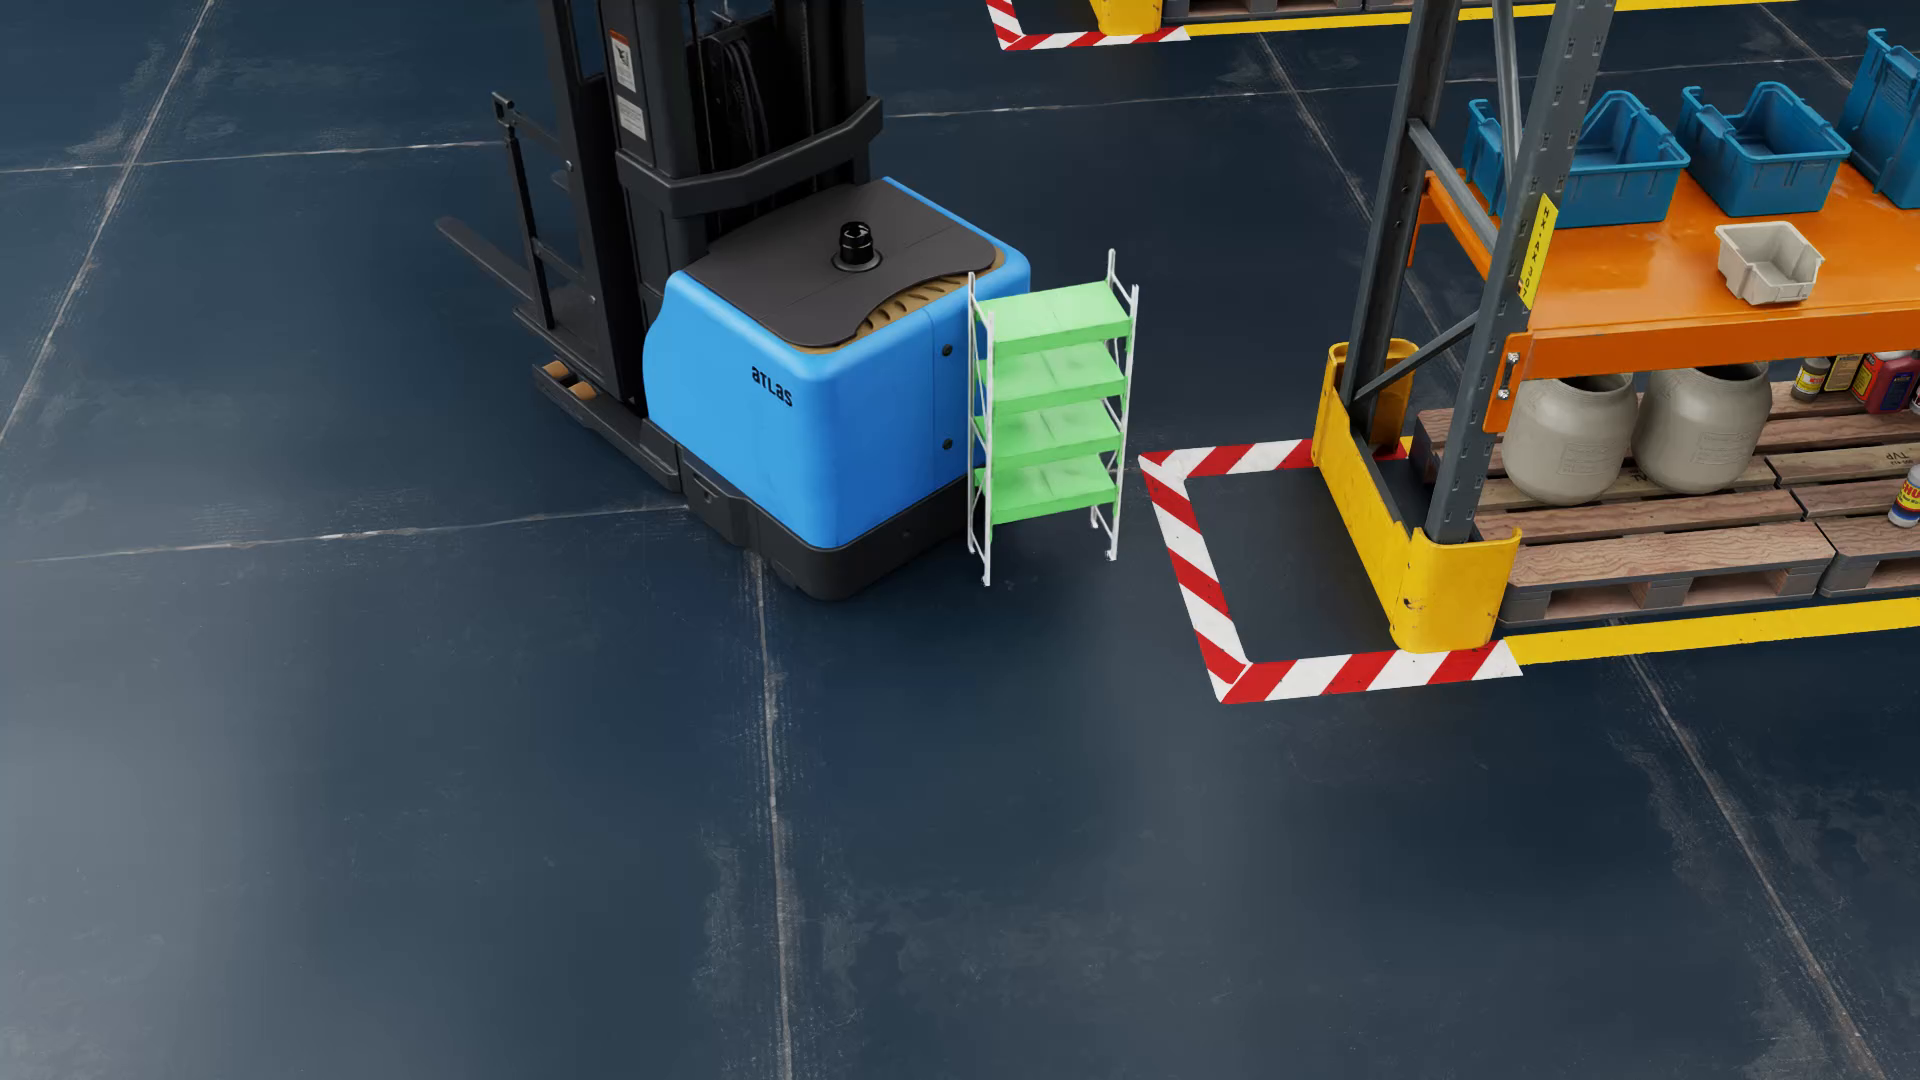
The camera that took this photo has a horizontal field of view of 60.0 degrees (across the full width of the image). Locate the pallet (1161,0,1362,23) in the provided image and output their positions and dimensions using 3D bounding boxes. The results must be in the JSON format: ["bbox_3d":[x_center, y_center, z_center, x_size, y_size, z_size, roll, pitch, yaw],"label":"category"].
[{"bbox_3d":[1.680,-3.425,9.890,1.213,0.211,1.003,-5,42,-6],"label":"pallet"}]

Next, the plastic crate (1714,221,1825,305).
[{"bbox_3d":[2.494,-0.843,5.142,0.250,0.136,0.298,-5,42,-6],"label":"plastic crate"}]

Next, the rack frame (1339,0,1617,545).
[{"bbox_3d":[1.565,-1.077,5.204,0.127,3.000,1.000,-5,42,-6],"label":"rack frame"}]

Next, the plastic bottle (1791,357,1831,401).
[{"bbox_3d":[3.330,-0.651,6.493,0.097,0.201,0.097,0,42,0],"label":"plastic bottle"}]

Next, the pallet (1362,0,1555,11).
[{"bbox_3d":[2.887,-3.529,10.005,1.213,0.211,1.003,-5,42,-6],"label":"pallet"}]

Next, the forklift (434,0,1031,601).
[{"bbox_3d":[-1.107,-1.772,6.026,1.130,2.935,3.031,-32,51,-30],"label":"forklift"}]

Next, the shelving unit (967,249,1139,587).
[{"bbox_3d":[0.302,-0.398,5.796,0.503,1.200,0.258,-11,43,-12],"label":"shelving unit"}]

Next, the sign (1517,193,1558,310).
[{"bbox_3d":[1.632,-0.814,4.706,0.005,0.325,0.100,-5,42,-6],"label":"sign"}]

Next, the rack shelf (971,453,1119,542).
[{"bbox_3d":[0.302,-0.173,5.999,0.480,0.148,0.258,-11,43,-12],"label":"rack shelf"}]

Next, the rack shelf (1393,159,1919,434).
[{"bbox_3d":[3.549,-0.983,5.637,4.000,0.370,1.077,-5,42,-6],"label":"rack shelf"}]

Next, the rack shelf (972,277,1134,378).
[{"bbox_3d":[0.302,-0.707,5.517,0.480,0.148,0.258,-11,43,-12],"label":"rack shelf"}]

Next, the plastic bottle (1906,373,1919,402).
[{"bbox_3d":[3.721,-0.695,6.486,0.135,0.276,0.152,-6,42,-7],"label":"plastic bottle"}]

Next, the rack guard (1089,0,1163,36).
[{"bbox_3d":[0.903,-3.436,9.686,0.348,0.500,1.175,-5,42,-6],"label":"rack guard"}]

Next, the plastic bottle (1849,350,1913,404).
[{"bbox_3d":[3.583,-0.683,6.473,0.135,0.276,0.152,-5,42,-5],"label":"plastic bottle"}]

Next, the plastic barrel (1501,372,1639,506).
[{"bbox_3d":[2.208,-0.417,6.016,0.421,0.512,0.421,0,42,0],"label":"plastic barrel"}]

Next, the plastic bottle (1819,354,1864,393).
[{"bbox_3d":[3.443,-0.704,6.491,0.133,0.283,0.061,-4,42,-4],"label":"plastic bottle"}]

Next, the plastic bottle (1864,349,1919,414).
[{"bbox_3d":[3.597,-0.615,6.392,0.133,0.283,0.061,-5,42,-6],"label":"plastic bottle"}]

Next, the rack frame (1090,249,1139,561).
[{"bbox_3d":[0.537,-0.444,5.847,0.015,1.200,0.240,-11,43,-12],"label":"rack frame"}]

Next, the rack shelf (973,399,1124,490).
[{"bbox_3d":[0.302,-0.351,5.838,0.480,0.148,0.258,-11,43,-12],"label":"rack shelf"}]

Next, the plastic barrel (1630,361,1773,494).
[{"bbox_3d":[2.705,-0.460,6.064,0.421,0.512,0.421,0,42,0],"label":"plastic barrel"}]

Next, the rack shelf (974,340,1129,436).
[{"bbox_3d":[0.302,-0.529,5.678,0.480,0.148,0.258,-11,43,-12],"label":"rack shelf"}]

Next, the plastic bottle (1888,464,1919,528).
[{"bbox_3d":[3.404,-0.177,5.916,0.097,0.271,0.097,0,42,0],"label":"plastic bottle"}]

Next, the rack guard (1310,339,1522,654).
[{"bbox_3d":[1.635,-0.186,6.083,0.348,0.500,1.175,-5,42,-6],"label":"rack guard"}]

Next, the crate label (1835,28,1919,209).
[{"bbox_3d":[3.355,-1.429,5.568,0.616,0.435,0.502,-5,42,-6],"label":"crate label"}]

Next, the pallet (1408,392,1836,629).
[{"bbox_3d":[2.441,-0.146,6.254,1.213,0.211,1.003,-5,42,-6],"label":"pallet"}]

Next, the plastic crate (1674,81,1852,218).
[{"bbox_3d":[2.668,-1.316,5.581,0.408,0.251,0.499,-5,42,-6],"label":"plastic crate"}]

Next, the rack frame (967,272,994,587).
[{"bbox_3d":[0.068,-0.352,5.745,0.015,1.200,0.240,-11,43,-12],"label":"rack frame"}]

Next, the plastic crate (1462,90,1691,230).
[{"bbox_3d":[2.023,-1.264,5.522,0.616,0.251,0.499,-5,42,-6],"label":"plastic crate"}]

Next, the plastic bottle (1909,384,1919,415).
[{"bbox_3d":[3.755,-0.586,6.421,0.097,0.201,0.097,0,42,0],"label":"plastic bottle"}]

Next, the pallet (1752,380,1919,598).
[{"bbox_3d":[3.648,-0.250,6.369,1.213,0.211,1.003,-5,42,-6],"label":"pallet"}]
